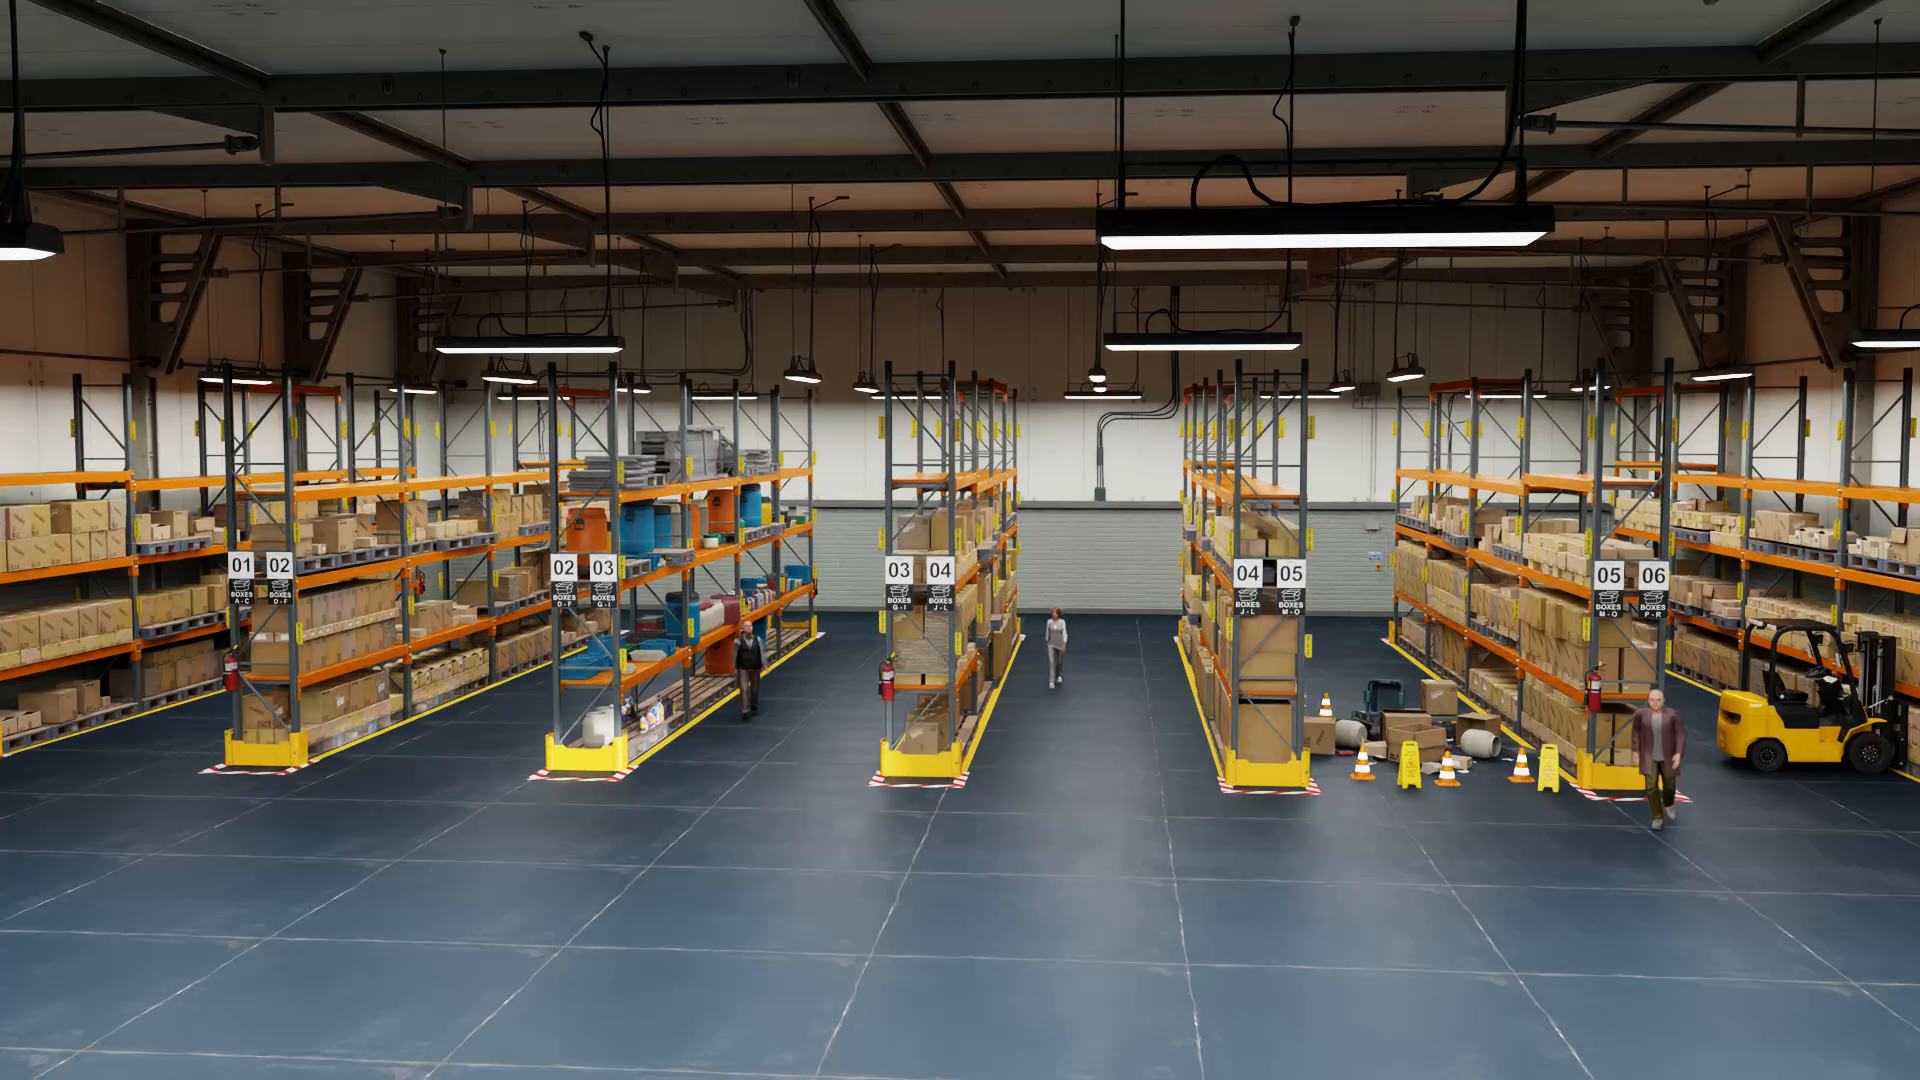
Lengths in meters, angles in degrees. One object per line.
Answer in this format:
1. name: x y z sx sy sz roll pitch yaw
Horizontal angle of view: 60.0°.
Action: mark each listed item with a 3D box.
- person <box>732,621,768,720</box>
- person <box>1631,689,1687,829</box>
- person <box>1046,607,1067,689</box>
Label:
1. person: -3.658 2.249 28.939 0.622 1.675 1.046 -1 4 -10
2. person: 8.875 2.744 21.128 0.641 1.757 0.737 2 4 24
3. person: 1.872 2.079 32.377 0.420 1.537 0.972 0 4 4
